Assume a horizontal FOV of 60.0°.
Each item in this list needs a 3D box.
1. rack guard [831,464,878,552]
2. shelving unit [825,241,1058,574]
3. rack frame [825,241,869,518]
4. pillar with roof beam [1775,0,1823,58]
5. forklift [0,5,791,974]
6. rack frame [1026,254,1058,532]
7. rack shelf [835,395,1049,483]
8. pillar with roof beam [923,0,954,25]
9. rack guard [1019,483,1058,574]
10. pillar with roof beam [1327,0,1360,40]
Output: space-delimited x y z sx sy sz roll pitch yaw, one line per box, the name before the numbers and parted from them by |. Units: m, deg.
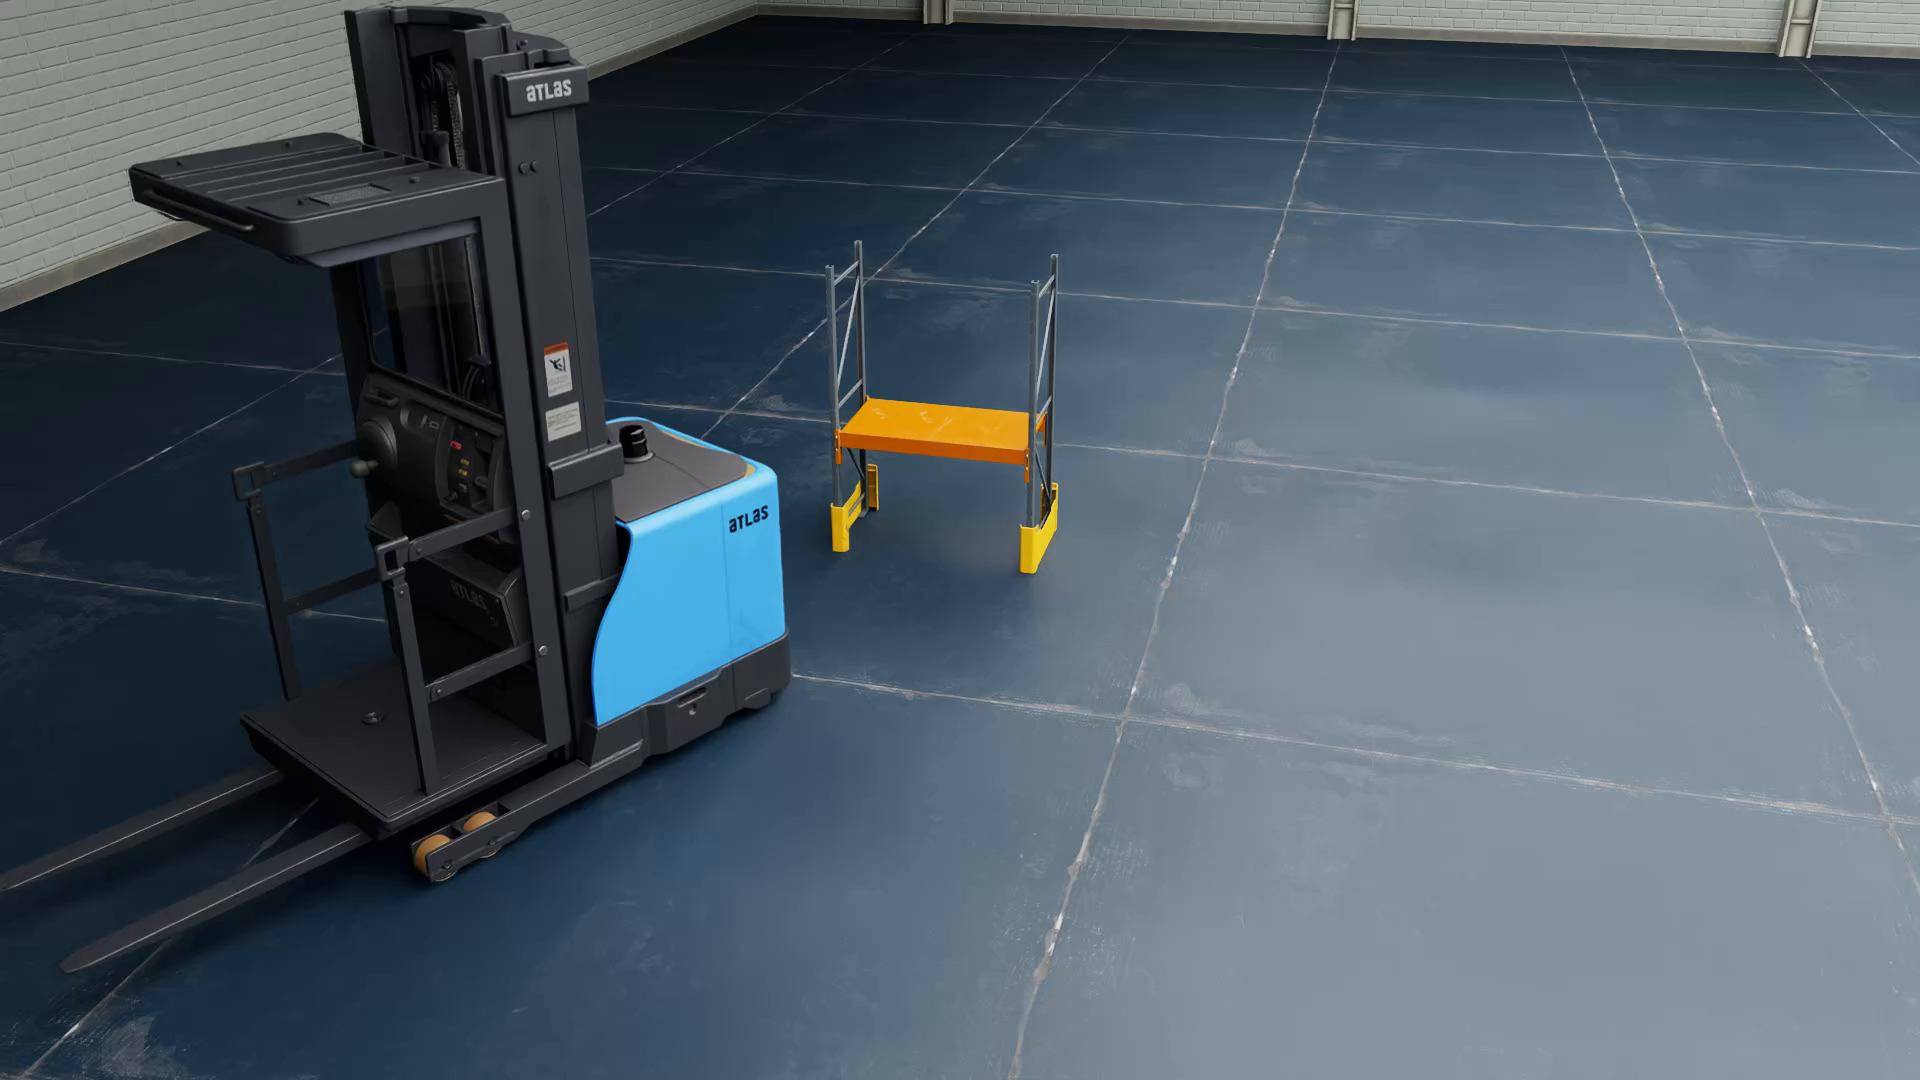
rack guard | -0.556 -0.174 8.825 0.087 0.250 0.587 6 26 13
shelving unit | -0.074 -0.685 8.445 1.083 1.500 0.587 6 26 13
rack frame | -0.575 -0.741 8.561 0.032 1.500 0.500 6 26 13
pillar with roof beam | 10.223 -8.846 16.863 0.400 9.000 9.100 6 26 13
forklift | -2.099 -0.315 6.003 1.130 2.935 3.031 21 33 37
rack frame | 0.410 -0.632 8.332 0.032 1.500 0.500 6 26 13
rack shelf | -0.083 -0.524 8.524 1.000 0.185 0.538 6 26 13
pillar with roof beam | -1.399 -10.131 19.561 0.400 9.000 9.100 6 26 13
rack guard | 0.408 -0.068 8.601 0.087 0.250 0.587 6 26 13
pillar with roof beam | 4.412 -9.489 18.212 0.400 9.000 9.100 6 26 13
